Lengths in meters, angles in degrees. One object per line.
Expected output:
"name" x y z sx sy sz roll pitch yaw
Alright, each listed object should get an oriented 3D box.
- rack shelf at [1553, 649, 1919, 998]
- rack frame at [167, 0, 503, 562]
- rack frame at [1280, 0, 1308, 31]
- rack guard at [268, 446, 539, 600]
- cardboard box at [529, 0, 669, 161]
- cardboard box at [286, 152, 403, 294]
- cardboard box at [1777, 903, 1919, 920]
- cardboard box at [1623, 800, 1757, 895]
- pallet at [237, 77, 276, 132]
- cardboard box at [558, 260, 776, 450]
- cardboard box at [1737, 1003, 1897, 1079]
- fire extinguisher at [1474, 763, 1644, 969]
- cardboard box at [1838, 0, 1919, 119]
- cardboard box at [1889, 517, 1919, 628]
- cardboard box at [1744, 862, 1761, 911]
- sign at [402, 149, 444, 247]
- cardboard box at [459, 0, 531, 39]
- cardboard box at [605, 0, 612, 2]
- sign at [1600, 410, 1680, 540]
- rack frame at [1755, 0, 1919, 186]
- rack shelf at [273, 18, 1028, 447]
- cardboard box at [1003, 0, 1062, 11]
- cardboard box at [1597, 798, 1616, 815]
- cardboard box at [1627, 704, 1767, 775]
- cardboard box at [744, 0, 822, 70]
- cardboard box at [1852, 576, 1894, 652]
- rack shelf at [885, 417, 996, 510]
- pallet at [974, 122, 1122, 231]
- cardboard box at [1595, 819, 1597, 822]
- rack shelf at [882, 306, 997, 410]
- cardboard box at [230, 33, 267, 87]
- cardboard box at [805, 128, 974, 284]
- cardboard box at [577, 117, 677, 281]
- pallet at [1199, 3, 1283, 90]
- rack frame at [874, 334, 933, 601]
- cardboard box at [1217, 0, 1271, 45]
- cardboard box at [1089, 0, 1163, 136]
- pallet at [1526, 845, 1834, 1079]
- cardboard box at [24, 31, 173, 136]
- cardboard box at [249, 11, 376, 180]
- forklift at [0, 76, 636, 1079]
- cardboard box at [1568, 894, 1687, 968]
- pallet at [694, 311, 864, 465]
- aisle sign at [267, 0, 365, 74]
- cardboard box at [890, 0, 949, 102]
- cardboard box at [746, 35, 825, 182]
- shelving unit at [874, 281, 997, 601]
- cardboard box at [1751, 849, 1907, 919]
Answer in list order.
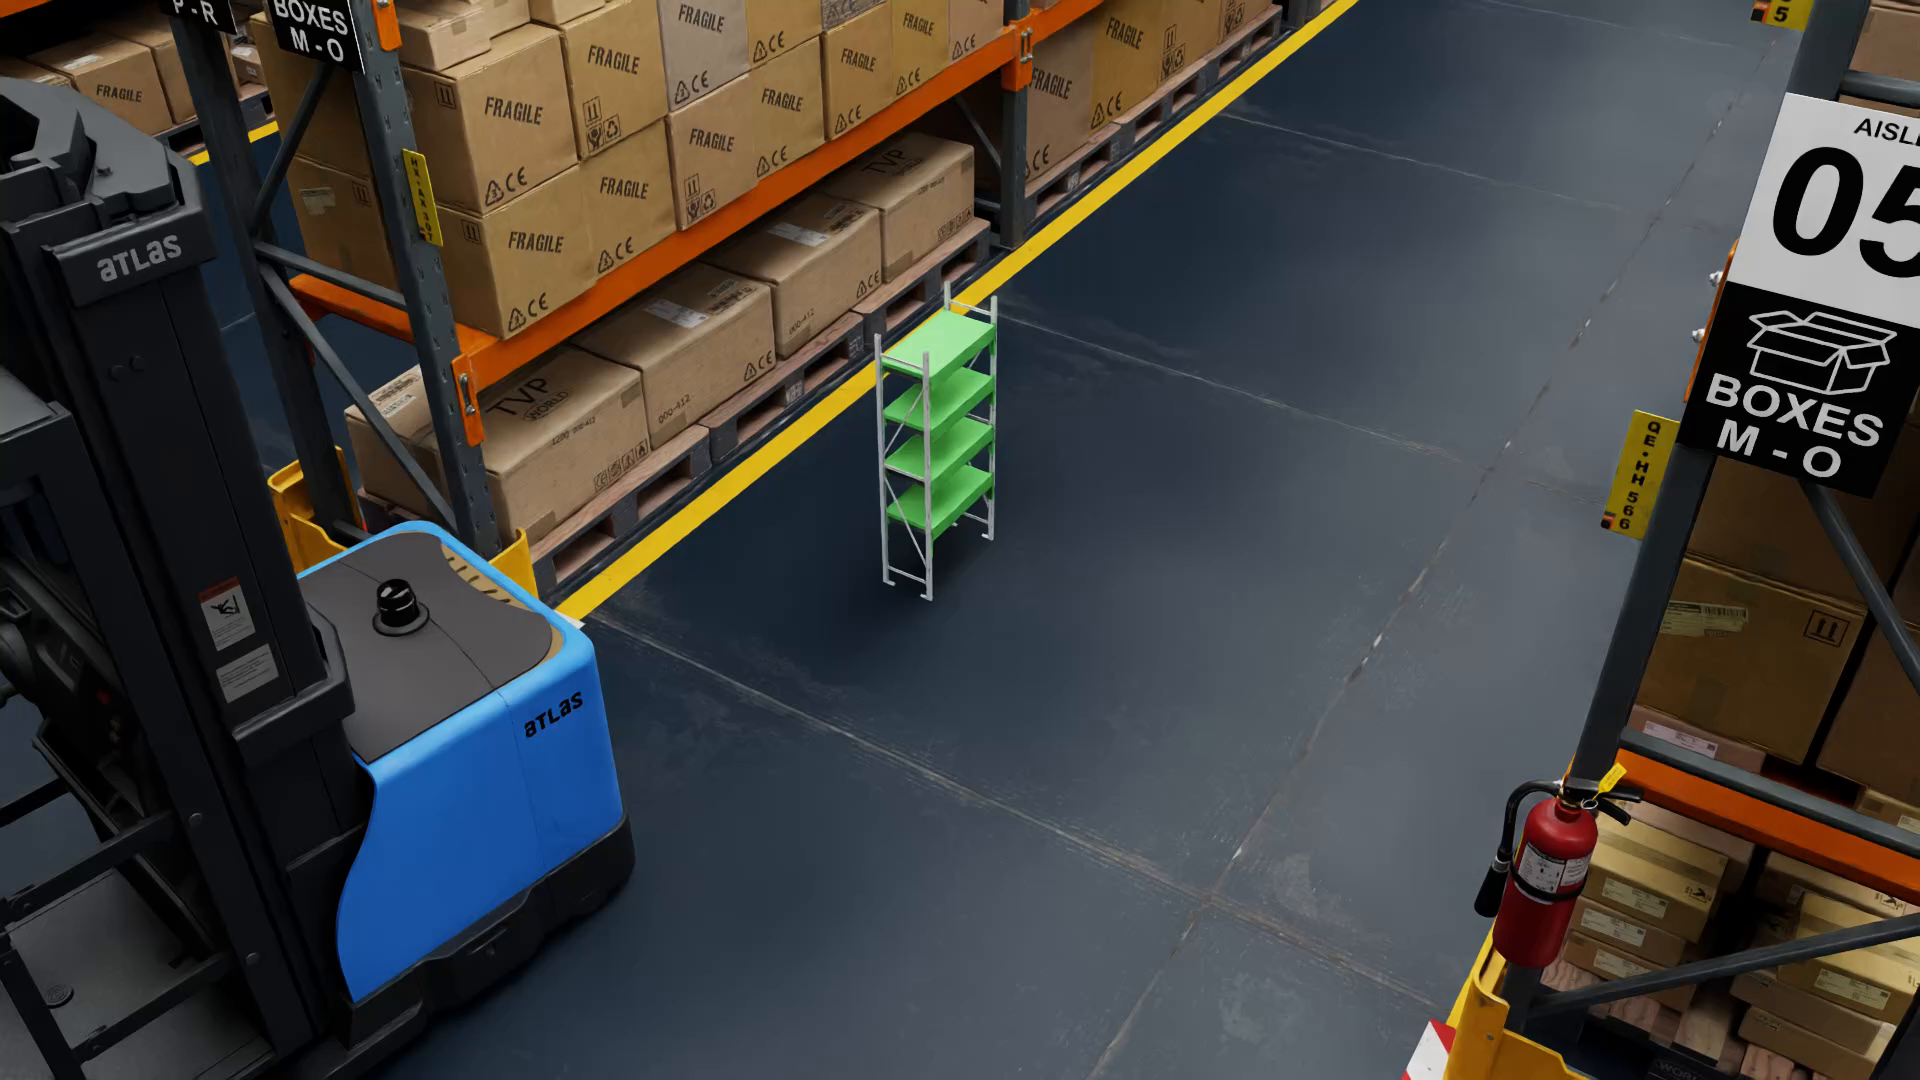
"rack shelf" 3.071 -0.115 5.531 1.077 0.370 4.000 21 42 25
"rack frame" -2.234 -0.936 6.007 1.000 3.000 0.127 21 42 25
"rack frame" 2.052 -5.060 11.357 1.000 3.000 0.127 21 42 25
"rack guard" -2.247 0.067 6.754 1.175 0.500 0.348 21 42 25
"cardboard box" -1.466 -1.794 6.220 0.500 0.500 0.500 20 42 24
"cardboard box" -2.199 -1.310 6.411 0.500 0.500 0.500 21 42 25
"cardboard box" 2.691 1.168 5.026 0.380 0.149 0.250 21 42 25
"cardboard box" 2.252 0.892 5.140 0.380 0.149 0.250 22 43 26
"pallet" -4.653 -3.161 11.178 1.003 0.211 1.213 21 42 25
"cardboard box" -1.482 -0.935 7.760 0.875 0.438 0.875 22 43 26
"cardboard box" 2.550 1.429 4.931 0.380 0.149 0.250 22 43 26
"fire extinguisher" 1.475 0.789 4.139 0.296 0.674 0.183 21 42 25
"cardboard box" 2.031 -1.016 3.367 0.500 0.250 0.500 20 42 24
"cardboard box" 2.464 -0.067 3.735 0.500 0.500 0.500 21 42 25
"cardboard box" 2.749 1.137 5.310 0.380 0.149 0.250 22 43 26
"sign" -1.769 -1.125 5.479 0.100 0.325 0.005 21 42 25
"cardboard box" -1.730 -1.879 5.798 0.380 0.149 0.250 22 43 26
"cardboard box" -1.368 -2.117 6.107 0.380 0.149 0.250 20 42 24
"sign" 1.542 -0.144 3.773 0.100 0.325 0.005 21 42 25
"rack frame" 1.999 -1.744 2.142 1.000 3.000 0.127 21 42 25
"rack shelf" -1.163 -1.682 7.564 1.077 0.370 4.000 21 42 25
"cardboard box" 0.367 -3.079 8.910 0.500 0.250 0.500 20 42 24
"cardboard box" 2.318 0.842 5.448 0.380 0.149 0.250 19 42 23
"cardboard box" 1.935 0.470 4.389 0.380 0.149 0.250 21 42 25
"cardboard box" -0.930 -2.319 6.901 0.500 0.500 0.500 21 42 25
"cardboard box" 2.738 0.049 4.404 0.500 0.500 0.500 21 42 25
"rack shelf" -0.089 -0.339 6.812 0.258 0.148 0.480 21 42 25
"pallet" 0.258 -2.316 10.081 1.003 0.211 1.213 21 42 25
"cardboard box" 2.158 1.089 5.372 0.380 0.149 0.250 23 43 26
"rack shelf" -0.089 -0.719 6.519 0.258 0.148 0.480 21 42 25
"cardboard box" -4.526 -3.136 10.756 0.396 0.266 0.258 23 43 27
"cardboard box" -0.518 -1.861 8.961 0.875 0.438 0.875 21 42 24
"cardboard box" -1.487 -1.399 6.526 0.500 0.500 0.500 21 42 25
"pallet" 1.566 -3.574 11.713 1.003 0.211 1.213 21 42 25
"rack frame" -0.219 -0.264 6.610 0.240 1.200 0.015 21 42 25
"cardboard box" 1.611 -4.056 11.450 0.875 0.875 0.875 21 42 25
"cardboard box" 0.651 -3.137 10.258 0.875 0.875 0.875 22 43 26
"pallet" 2.505 1.289 5.404 1.003 0.211 1.213 21 42 25
"cardboard box" -5.161 -2.686 9.980 0.500 0.500 0.500 22 43 26
"cardboard box" -2.177 -1.698 6.094 0.500 0.500 0.500 23 43 27
"forklift" -2.486 0.454 4.260 1.130 2.935 3.031 30 47 33
"cardboard box" 2.041 1.111 5.099 0.380 0.149 0.250 20 42 24
"pallet" -1.218 -0.895 8.239 1.003 0.211 1.213 21 42 25
"aisle sign" -2.028 -1.833 5.042 0.394 0.787 0.004 21 42 25
"cardboard box" -0.395 -2.448 7.886 0.500 0.500 0.500 20 42 24
"cardboard box" -0.945 -1.919 7.200 0.500 0.500 0.500 23 43 27
"shelving unit" -0.089 -0.390 6.773 0.258 1.200 0.503 21 42 25
"cardboard box" 2.613 1.018 4.976 0.380 0.149 0.250 22 43 26
